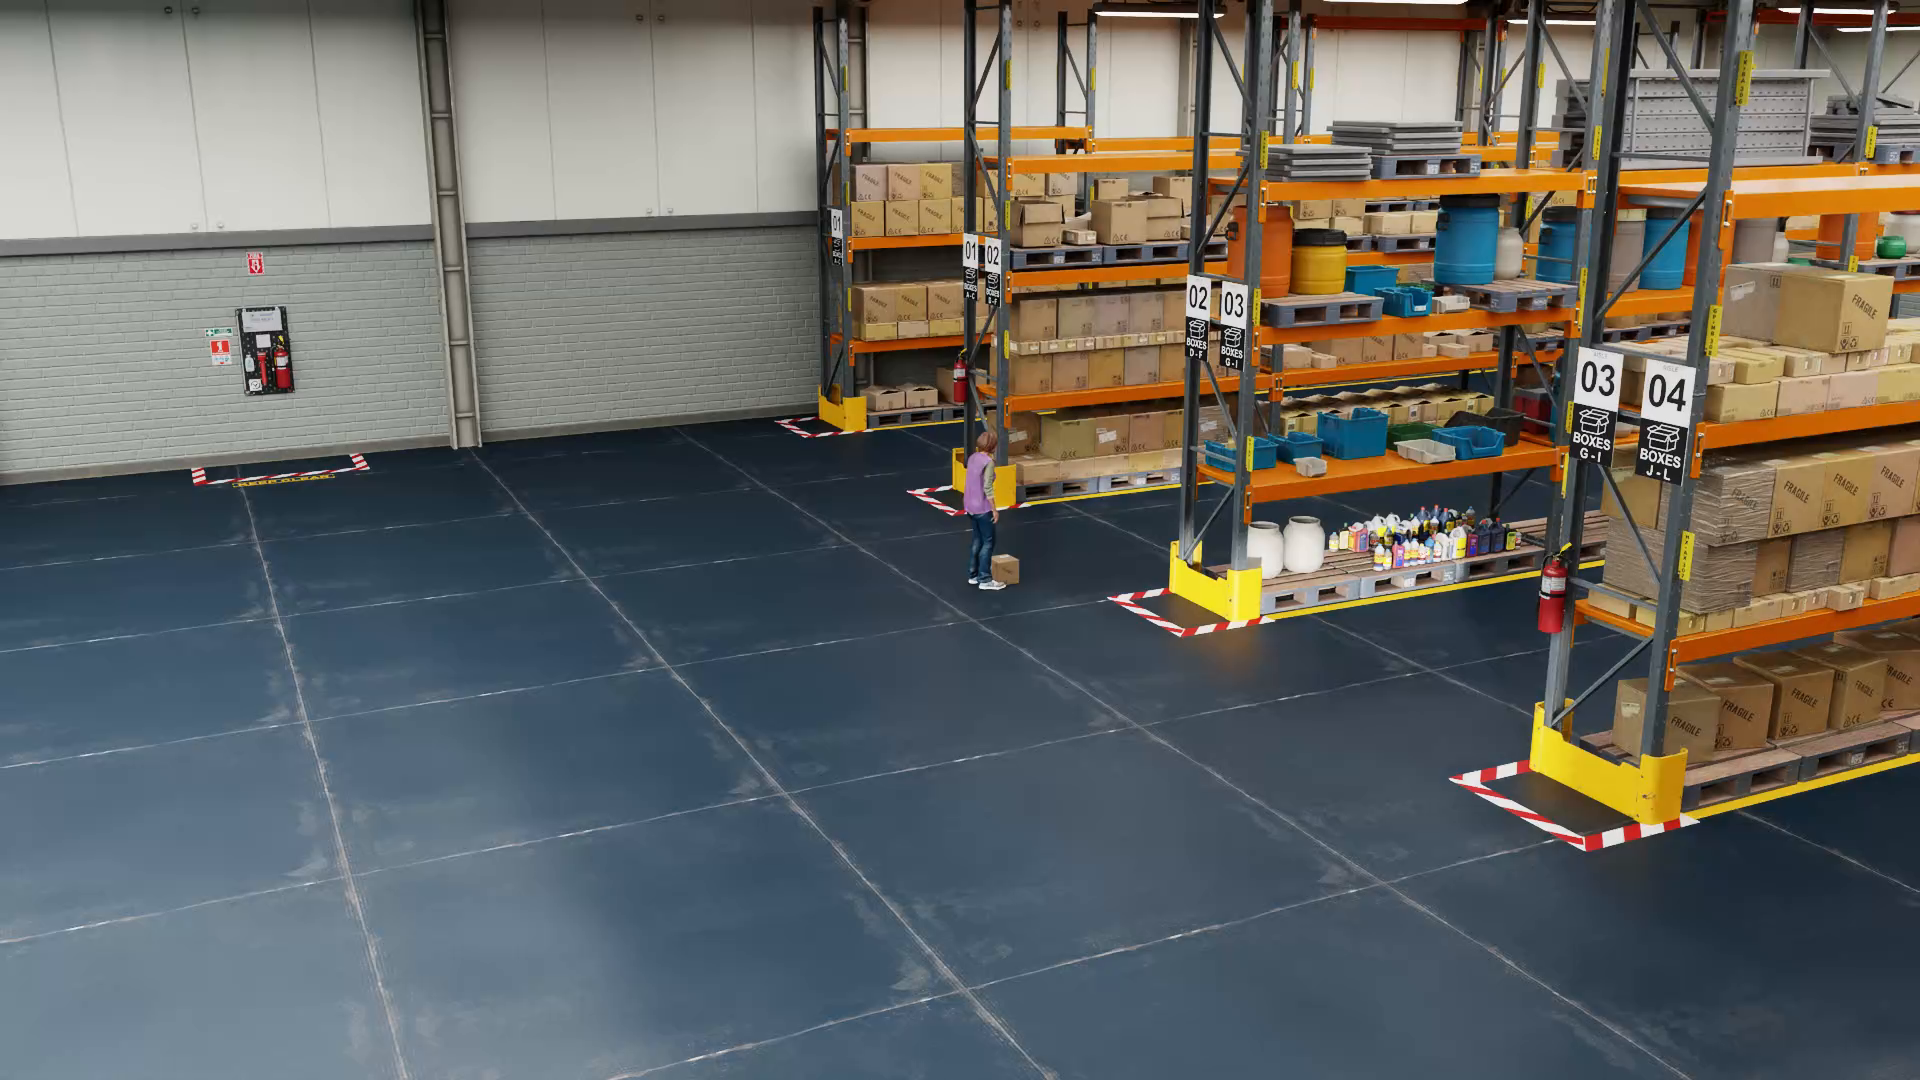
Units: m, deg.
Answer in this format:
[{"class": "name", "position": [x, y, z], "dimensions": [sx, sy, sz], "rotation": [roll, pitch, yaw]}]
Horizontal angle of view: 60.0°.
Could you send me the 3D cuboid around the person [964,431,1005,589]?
[{"class": "person", "position": [0.231, -0.308, 16.847], "dimensions": [0.349, 1.593, 0.474], "rotation": [-8, 17, -26]}]
